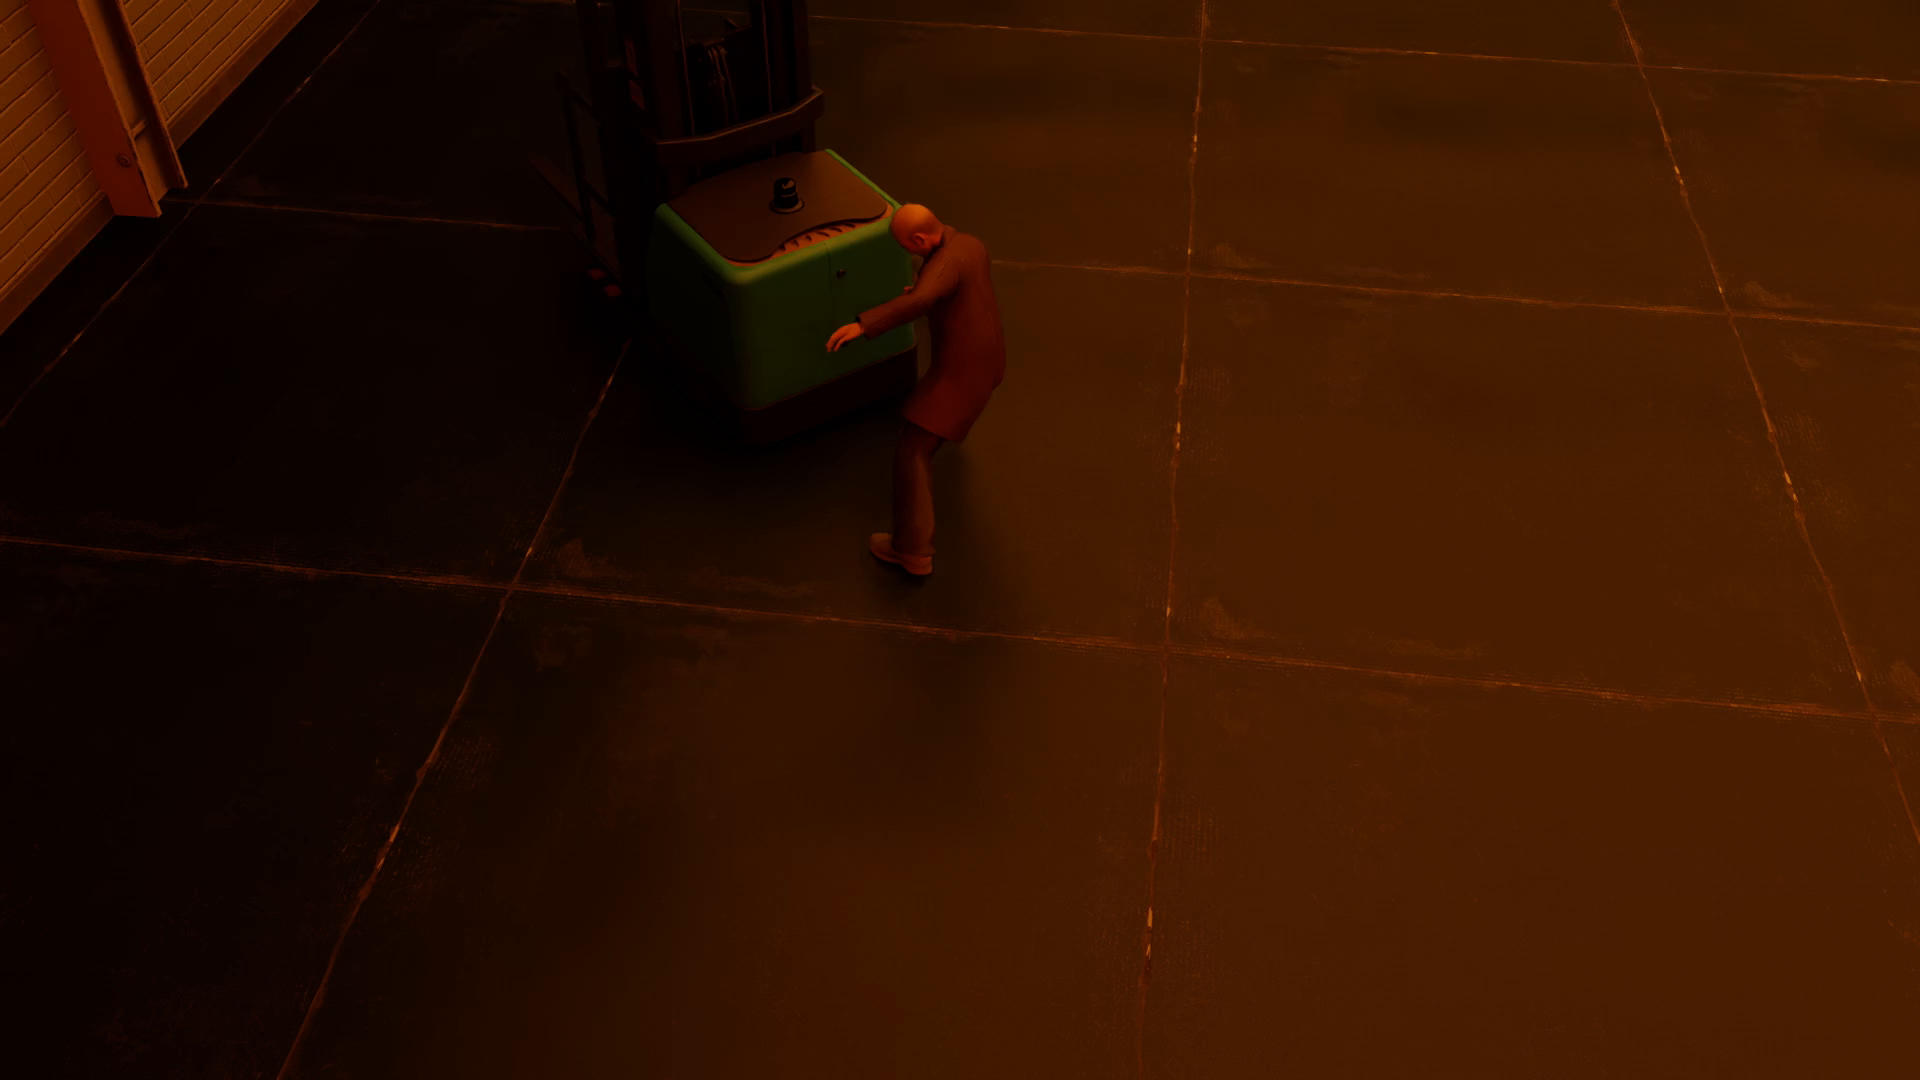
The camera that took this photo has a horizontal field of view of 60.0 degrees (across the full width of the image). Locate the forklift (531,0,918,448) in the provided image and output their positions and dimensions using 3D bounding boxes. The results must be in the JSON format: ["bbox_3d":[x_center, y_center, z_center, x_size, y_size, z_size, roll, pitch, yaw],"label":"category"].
[{"bbox_3d":[-1.469,-2.503,8.448,1.130,2.935,3.031,-25,48,-25],"label":"forklift"}]

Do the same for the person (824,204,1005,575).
[{"bbox_3d":[-0.154,-0.849,7.773,0.851,1.463,1.374,23,47,23],"label":"person"}]
